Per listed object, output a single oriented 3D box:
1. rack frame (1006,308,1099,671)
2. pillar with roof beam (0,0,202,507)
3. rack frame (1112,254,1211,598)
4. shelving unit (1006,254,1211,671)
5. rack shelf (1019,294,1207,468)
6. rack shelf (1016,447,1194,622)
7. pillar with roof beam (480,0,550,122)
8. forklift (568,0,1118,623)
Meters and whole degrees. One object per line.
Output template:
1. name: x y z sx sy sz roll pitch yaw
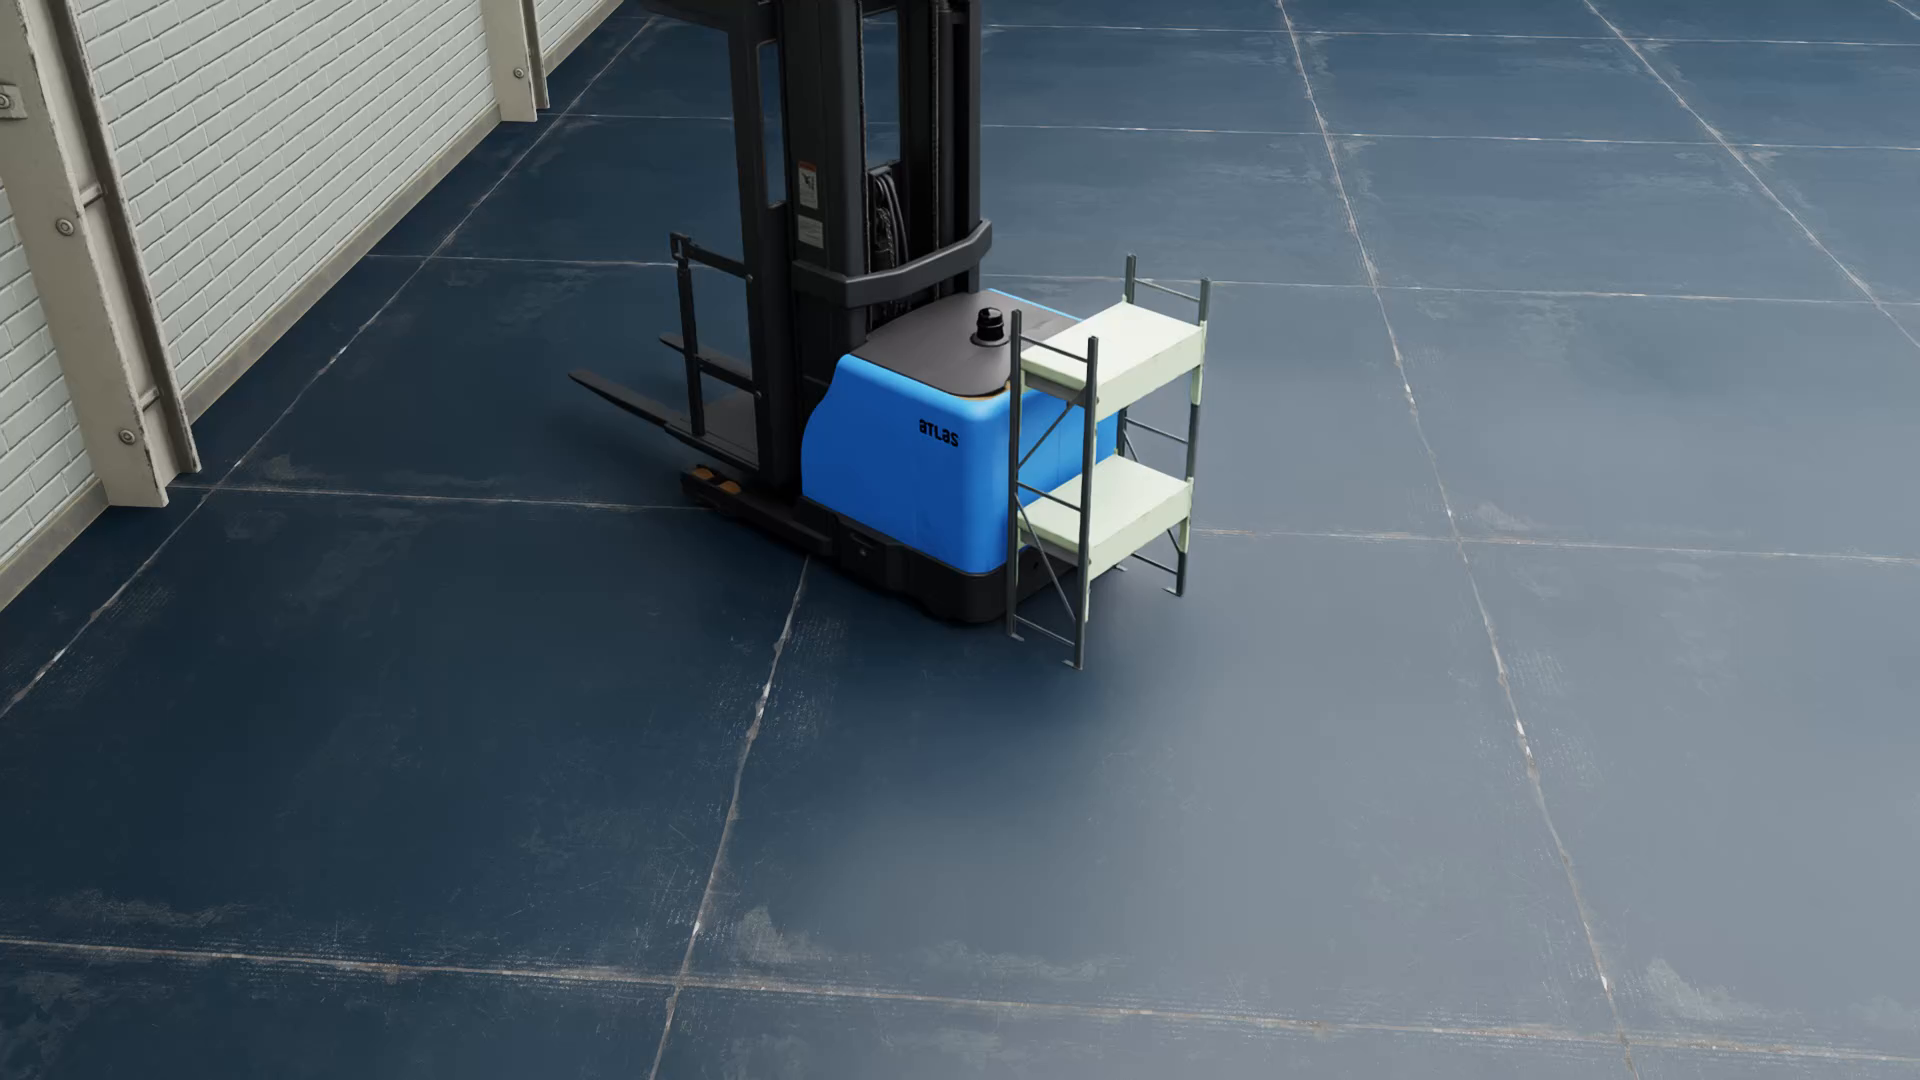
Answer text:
1. rack frame: 0.352 -0.169 6.595 0.400 1.500 0.023 25 39 34
2. pillar with roof beam: 0.320 -3.915 5.525 9.100 9.000 0.400 2 32 4
3. rack frame: 0.836 -0.457 7.062 0.400 1.500 0.023 25 39 34
4. shelving unit: 0.594 -0.313 6.828 0.431 1.500 0.755 25 39 34
5. rack shelf: 0.594 -0.645 6.624 0.431 0.370 0.720 25 39 34
6. rack shelf: 0.594 -0.036 7.000 0.431 0.370 0.720 25 39 34
7. pillar with roof beam: 0.808 -7.052 10.616 9.100 9.000 0.400 2 32 4
8. forklift: -0.710 -1.543 7.461 3.031 2.935 1.130 25 39 34
